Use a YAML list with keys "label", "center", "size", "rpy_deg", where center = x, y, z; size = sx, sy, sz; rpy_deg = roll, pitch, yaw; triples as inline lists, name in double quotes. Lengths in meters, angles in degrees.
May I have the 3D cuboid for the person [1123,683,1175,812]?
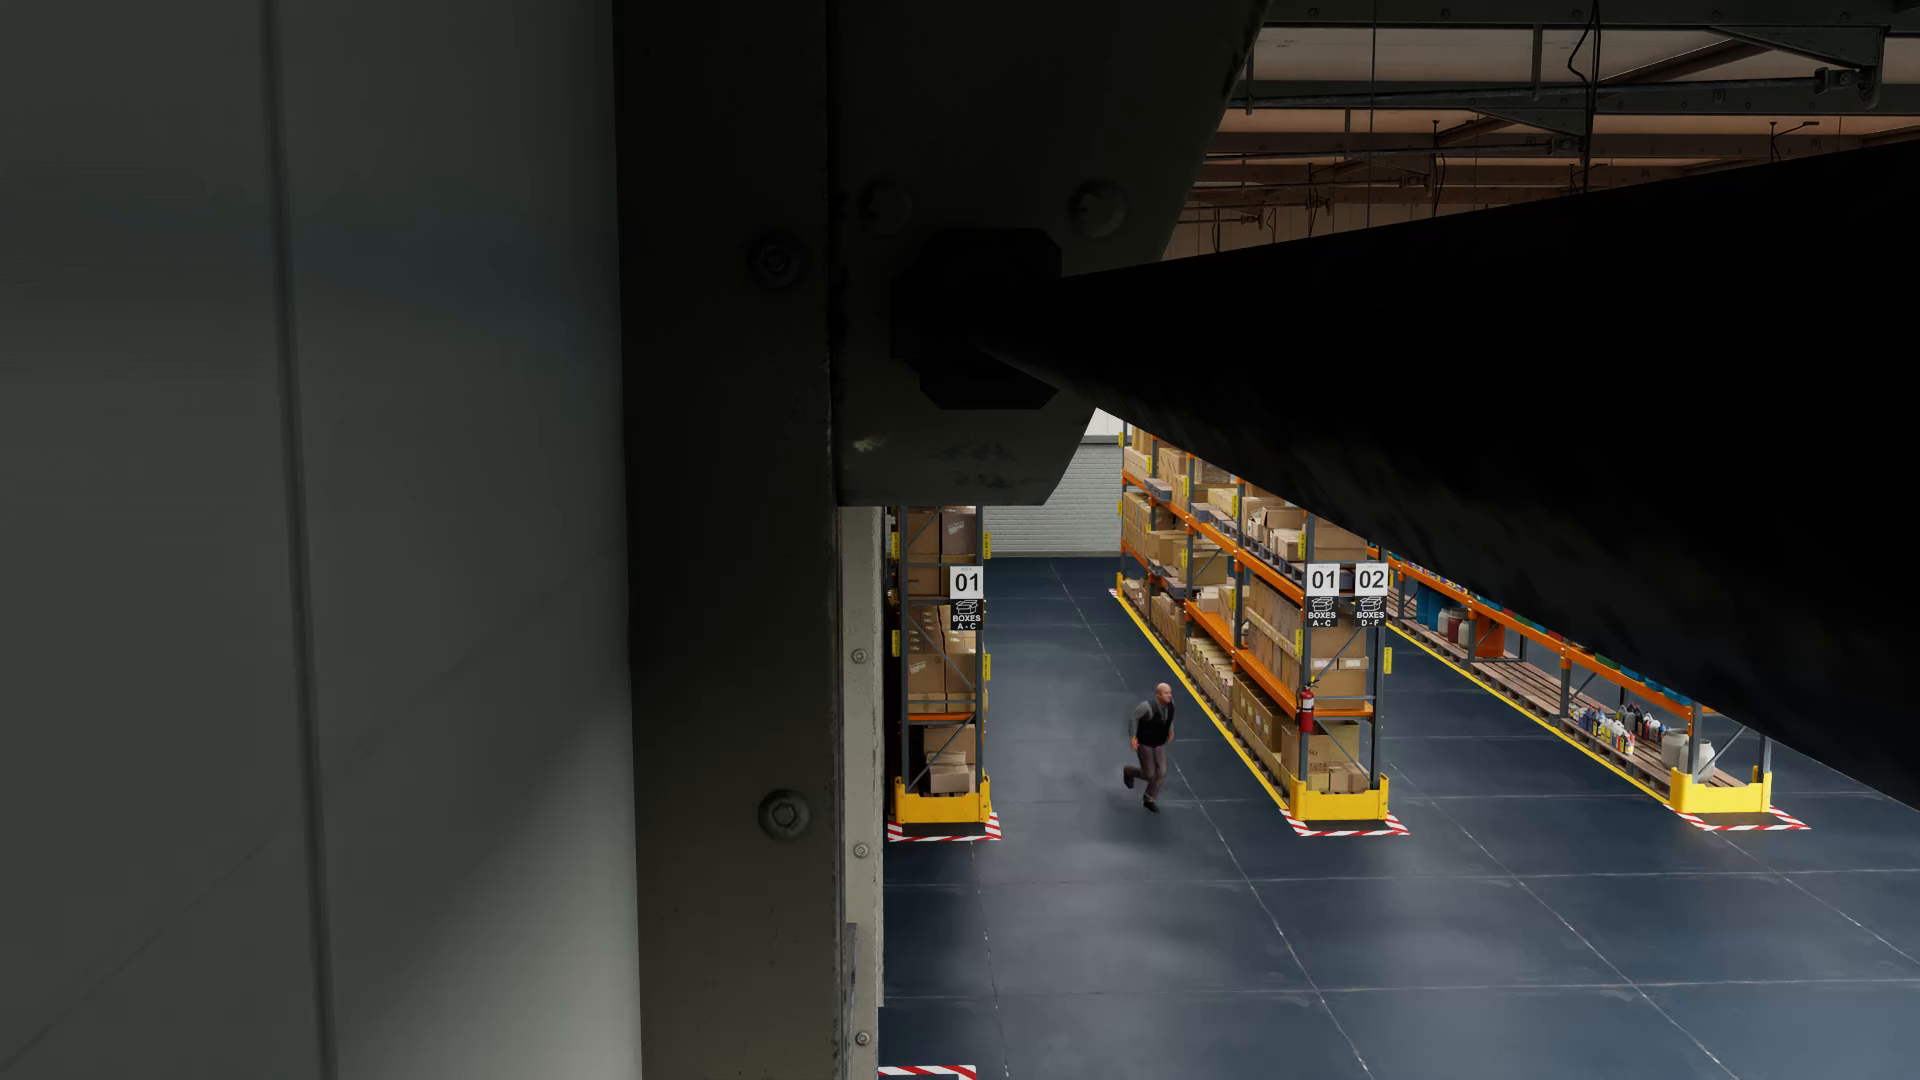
- label: "person"
  center: [2.391, 2.586, 21.089]
  size: [0.656, 1.667, 0.807]
  rpy_deg: [-6, 10, -37]
